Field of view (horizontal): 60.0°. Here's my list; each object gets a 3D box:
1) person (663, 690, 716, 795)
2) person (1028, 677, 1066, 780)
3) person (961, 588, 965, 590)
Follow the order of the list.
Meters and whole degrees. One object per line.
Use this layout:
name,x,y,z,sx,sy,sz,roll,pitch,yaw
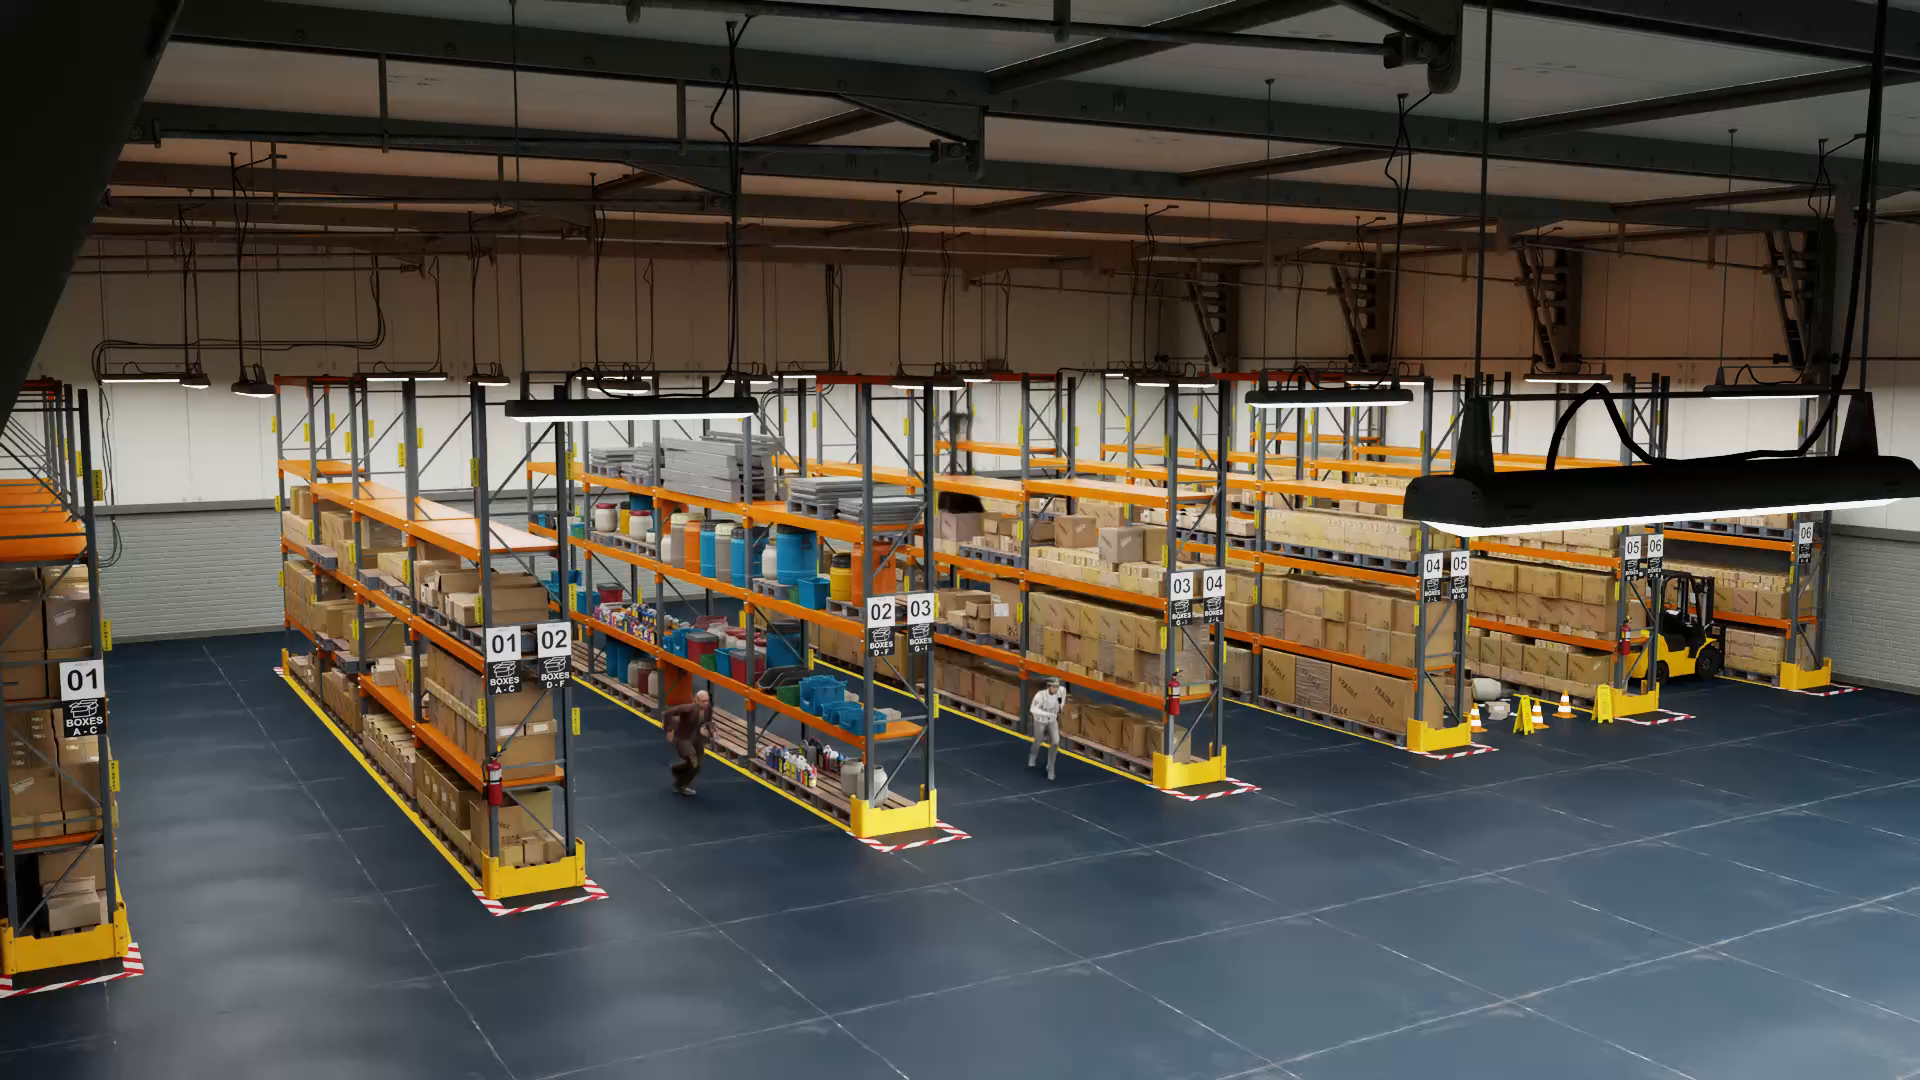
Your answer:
person,-3.891,2.929,23.945,0.871,1.595,0.735,5,8,40
person,1.302,2.815,25.297,0.654,1.613,0.949,-2,7,-21
person,0.035,1.785,34.217,0.537,1.609,0.875,-4,7,-33
